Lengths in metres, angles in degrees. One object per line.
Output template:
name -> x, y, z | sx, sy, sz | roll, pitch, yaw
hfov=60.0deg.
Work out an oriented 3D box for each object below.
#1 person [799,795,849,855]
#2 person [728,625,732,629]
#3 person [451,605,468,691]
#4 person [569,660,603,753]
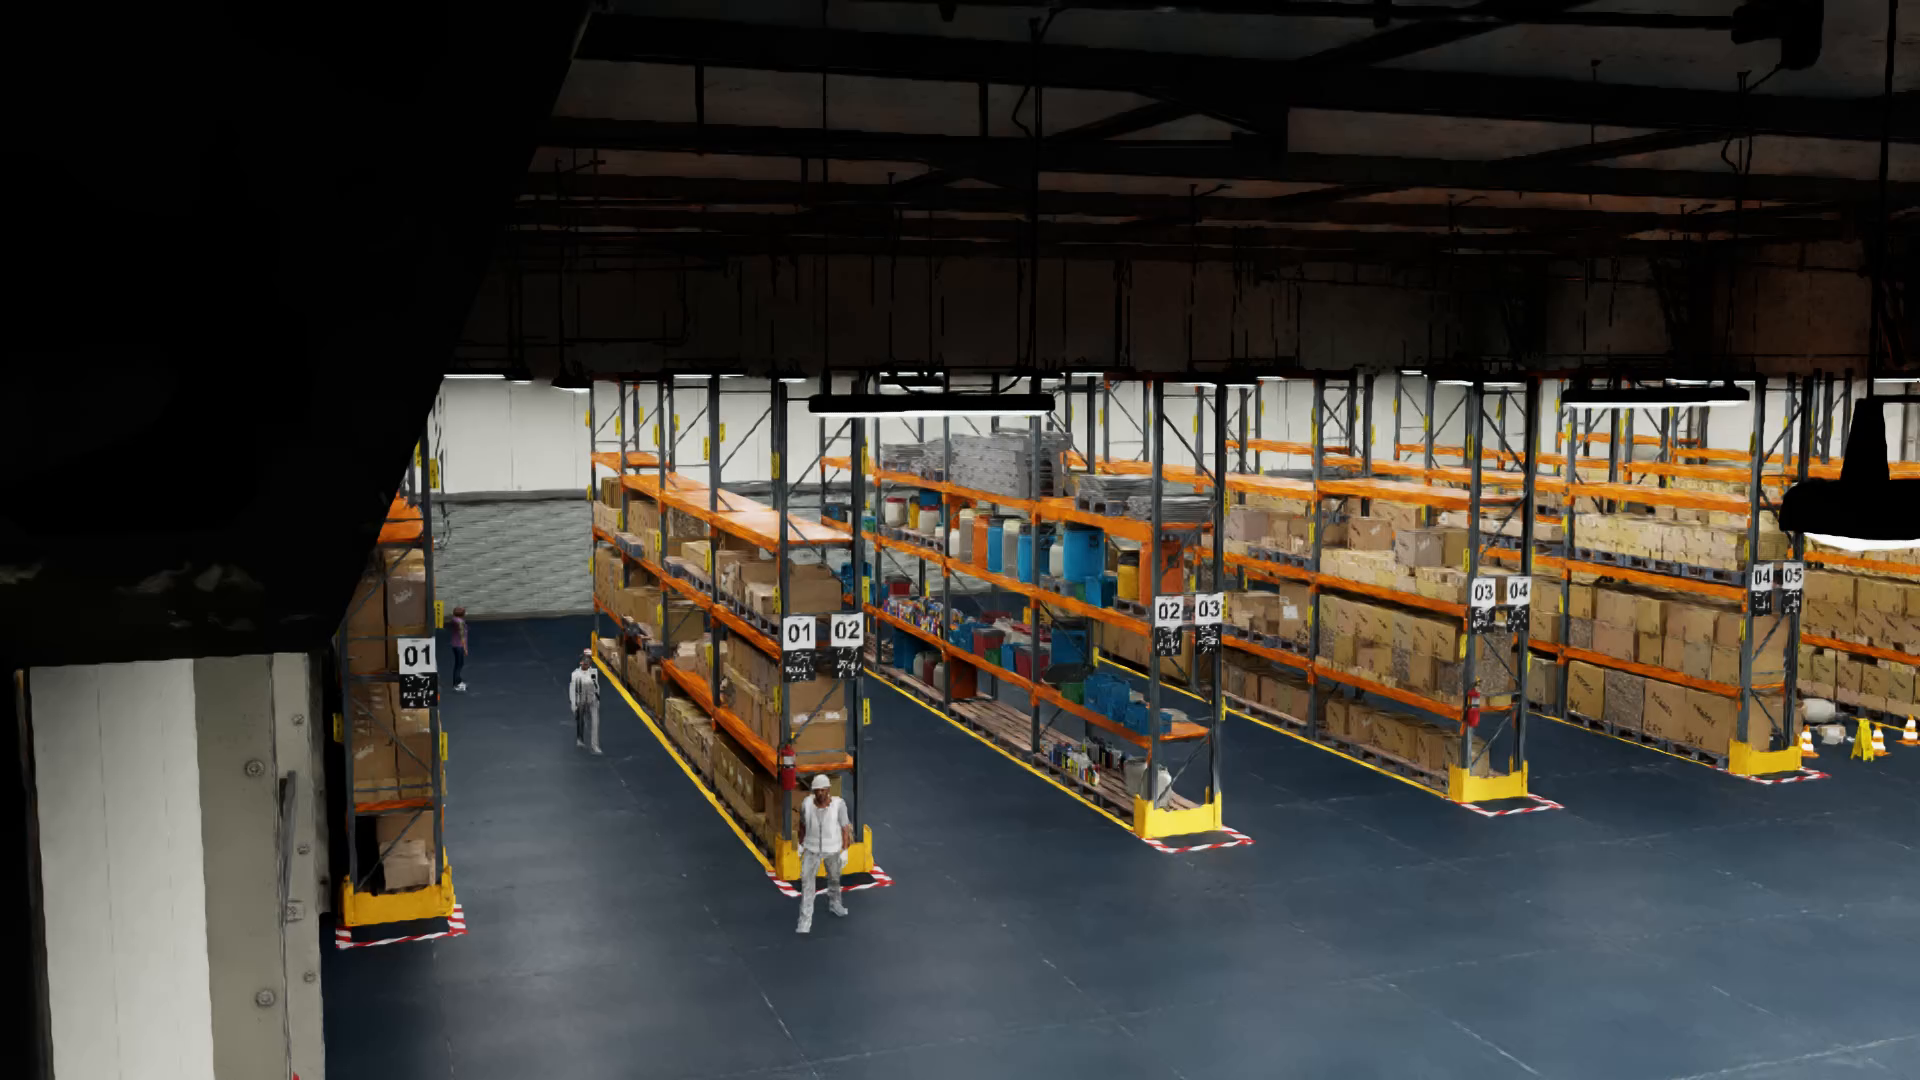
person -> -1.504, 3.134, 18.378 | 0.561, 0.664, 0.392 | 0, 6, 3
person -> -4.986, 1.275, 37.660 | 0.688, 1.733, 0.546 | -2, 7, -21
person -> -9.451, 2.031, 31.418 | 0.341, 1.576, 0.559 | -4, 7, -31
person -> -5.974, 2.576, 26.518 | 0.495, 1.571, 1.086 | -2, 7, -18
